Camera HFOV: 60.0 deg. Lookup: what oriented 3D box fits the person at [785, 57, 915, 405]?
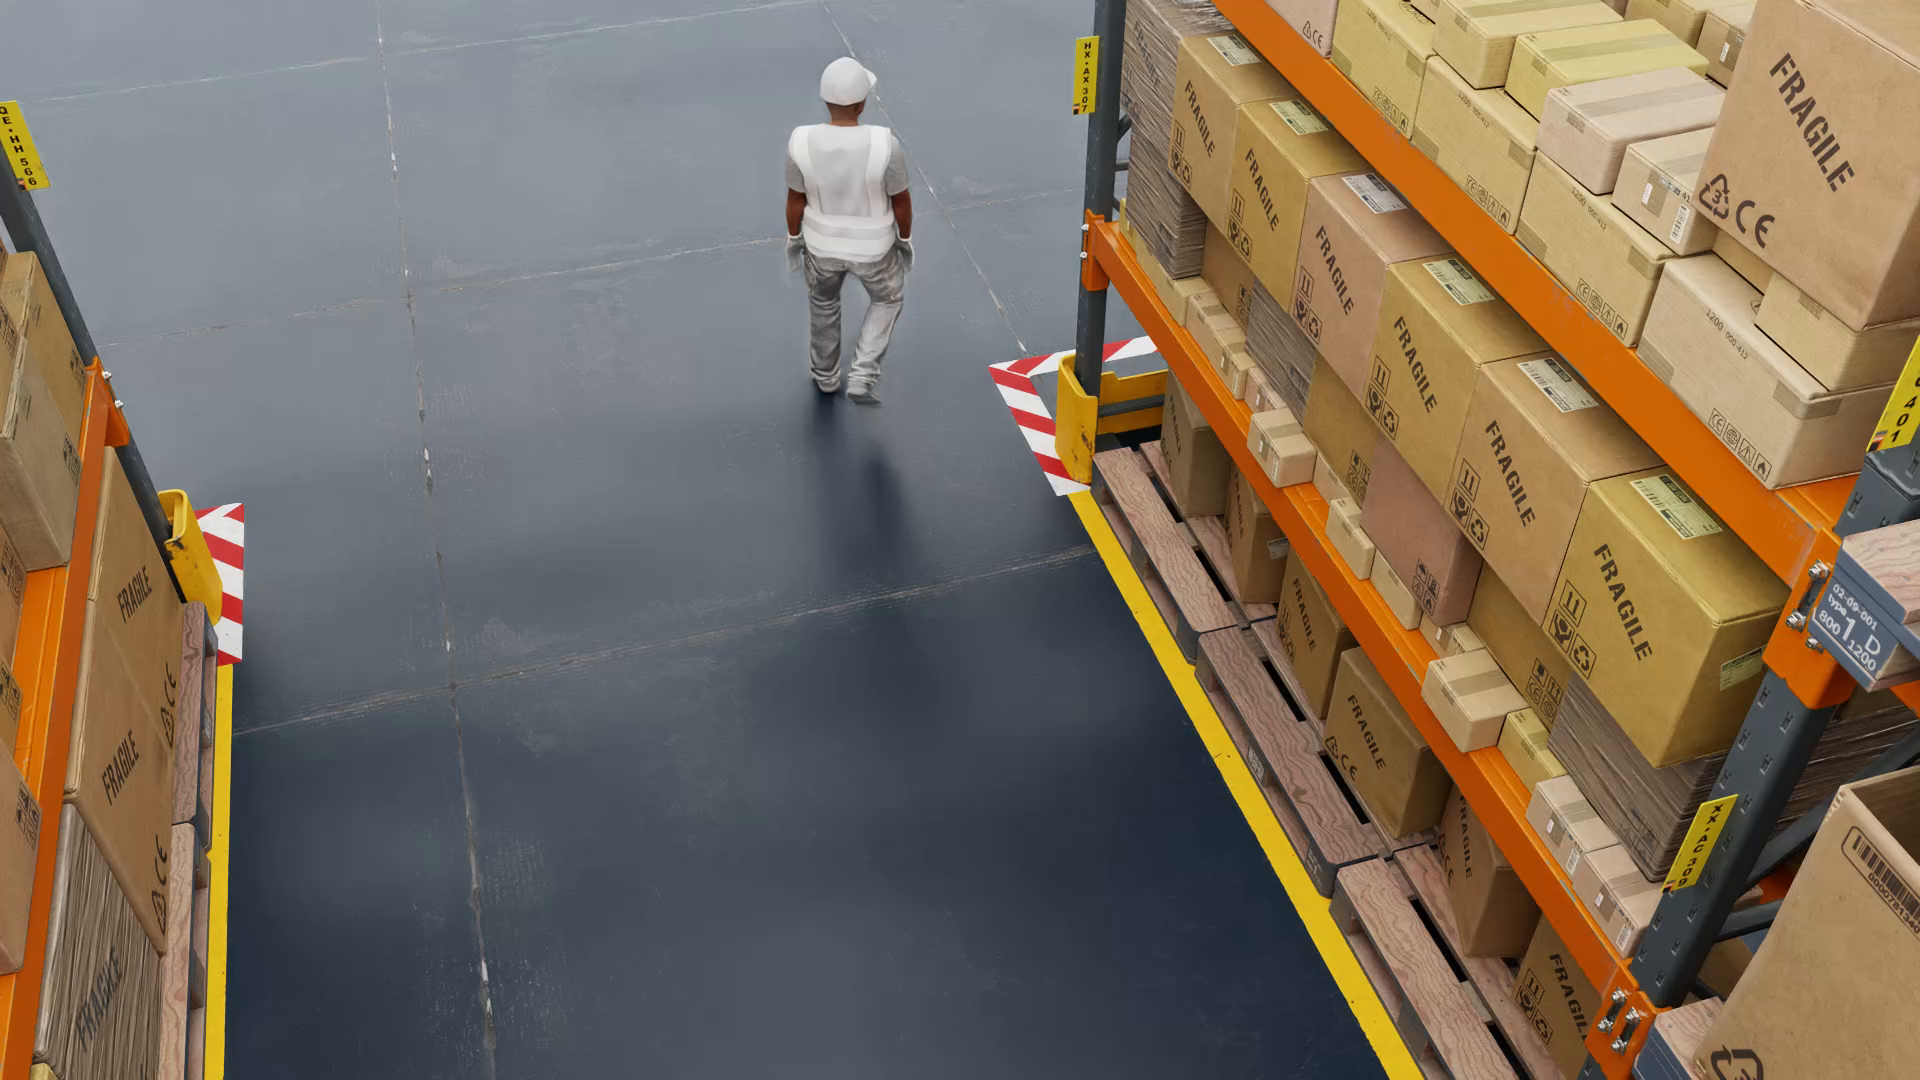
[{"bbox_3d":[-0.513,-1.364,7.646,0.607,1.773,0.647,2,42,2],"label":"person"}]
